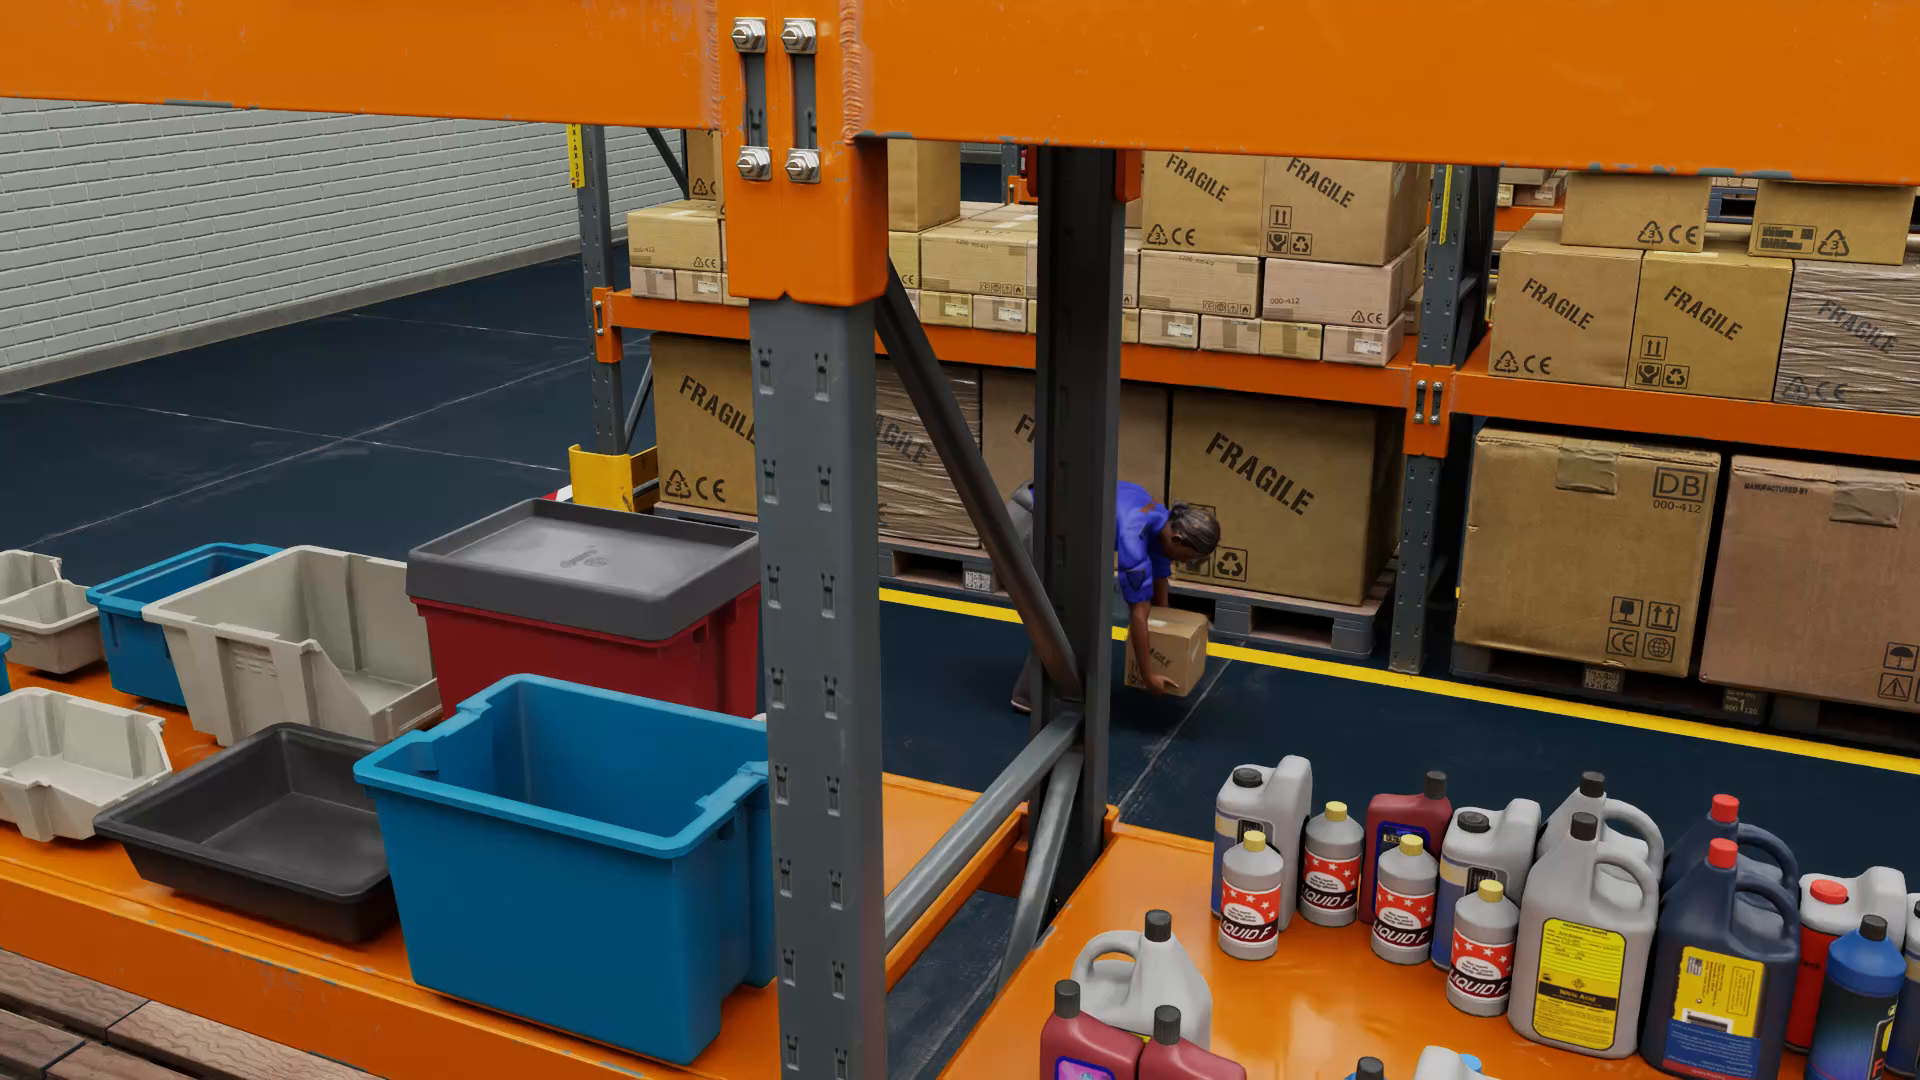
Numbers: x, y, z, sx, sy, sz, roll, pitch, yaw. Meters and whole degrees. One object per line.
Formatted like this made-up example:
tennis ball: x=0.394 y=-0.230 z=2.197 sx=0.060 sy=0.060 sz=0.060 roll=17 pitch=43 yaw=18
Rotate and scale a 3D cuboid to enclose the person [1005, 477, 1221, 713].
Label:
person: x=0.568 y=0.232 z=6.485 sx=0.876 sy=0.954 sz=0.445 roll=7 pitch=21 yaw=20
